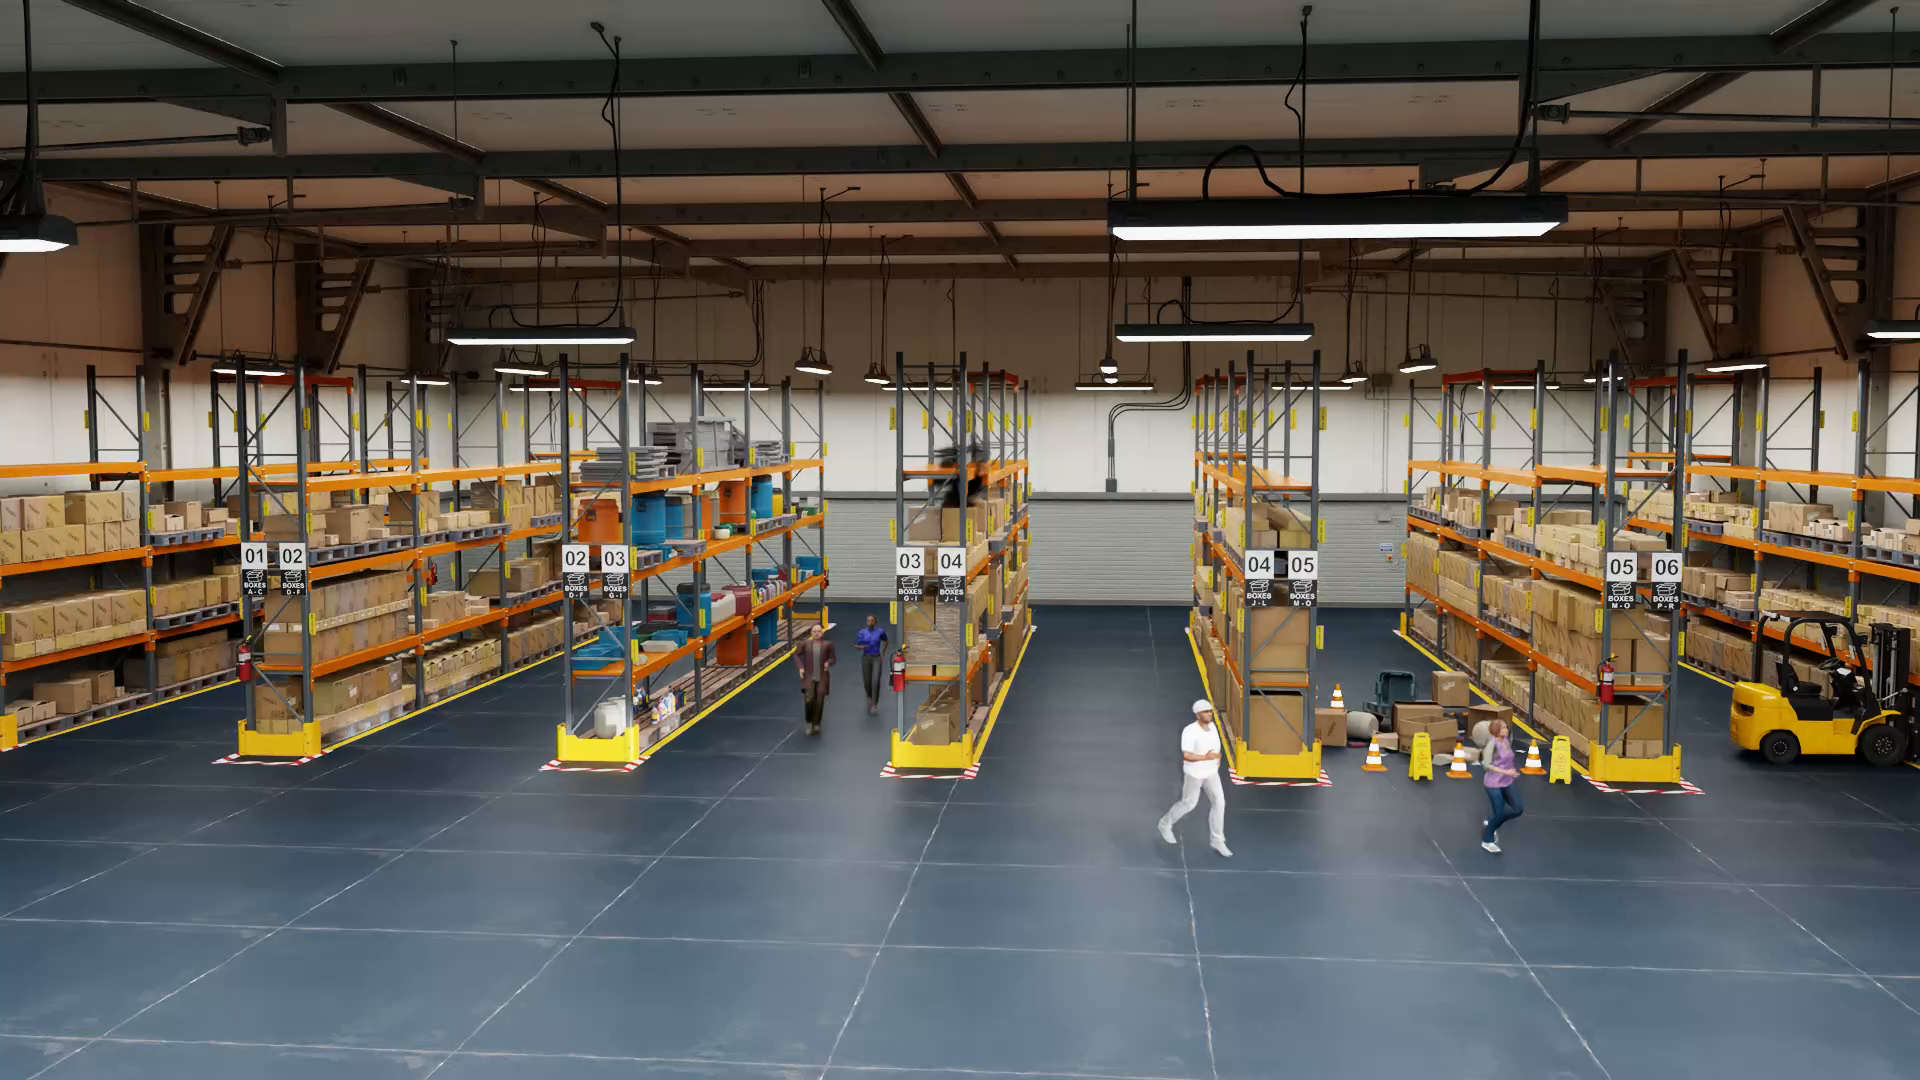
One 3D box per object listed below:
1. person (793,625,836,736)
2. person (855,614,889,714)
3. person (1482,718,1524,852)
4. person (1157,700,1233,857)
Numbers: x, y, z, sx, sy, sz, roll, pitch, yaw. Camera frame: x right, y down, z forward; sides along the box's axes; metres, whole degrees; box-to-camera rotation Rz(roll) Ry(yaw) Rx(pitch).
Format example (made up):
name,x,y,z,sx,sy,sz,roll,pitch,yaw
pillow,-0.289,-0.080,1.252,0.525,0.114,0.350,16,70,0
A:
name,x,y,z,sx,sy,sz,roll,pitch,yaw
person,-2.307,2.240,26.545,0.680,1.777,0.745,-1,4,-10
person,-1.527,2.099,28.650,0.575,1.642,0.909,0,4,0
person,6.284,2.849,19.271,0.590,1.569,0.520,-3,5,-40
person,2.771,2.740,19.390,0.712,1.801,0.948,-3,5,-40
